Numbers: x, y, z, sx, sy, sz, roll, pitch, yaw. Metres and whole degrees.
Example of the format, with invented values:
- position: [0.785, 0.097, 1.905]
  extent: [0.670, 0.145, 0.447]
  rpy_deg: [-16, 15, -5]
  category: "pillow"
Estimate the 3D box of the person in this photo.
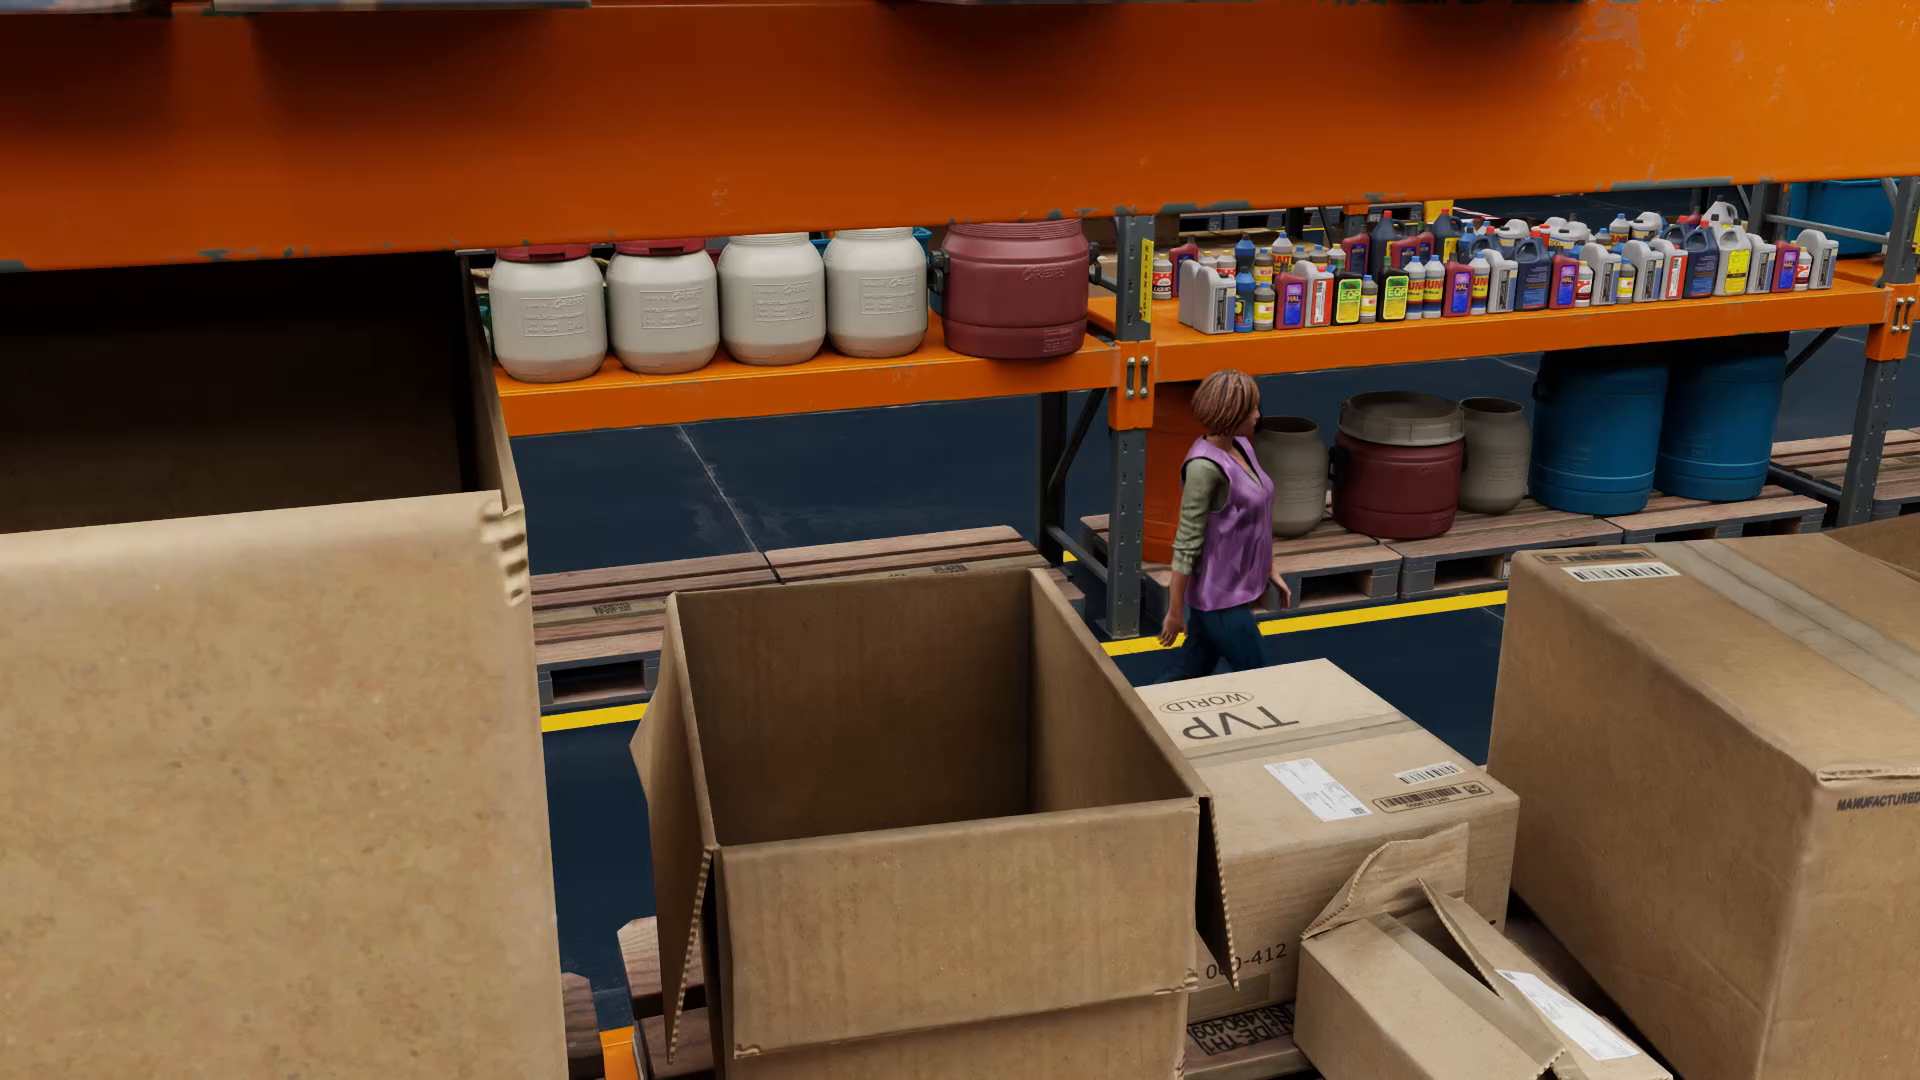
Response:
- position: [0.968, 0.181, 5.615]
  extent: [0.949, 1.530, 0.444]
  rpy_deg: [8, 21, 22]
  category: "person"
